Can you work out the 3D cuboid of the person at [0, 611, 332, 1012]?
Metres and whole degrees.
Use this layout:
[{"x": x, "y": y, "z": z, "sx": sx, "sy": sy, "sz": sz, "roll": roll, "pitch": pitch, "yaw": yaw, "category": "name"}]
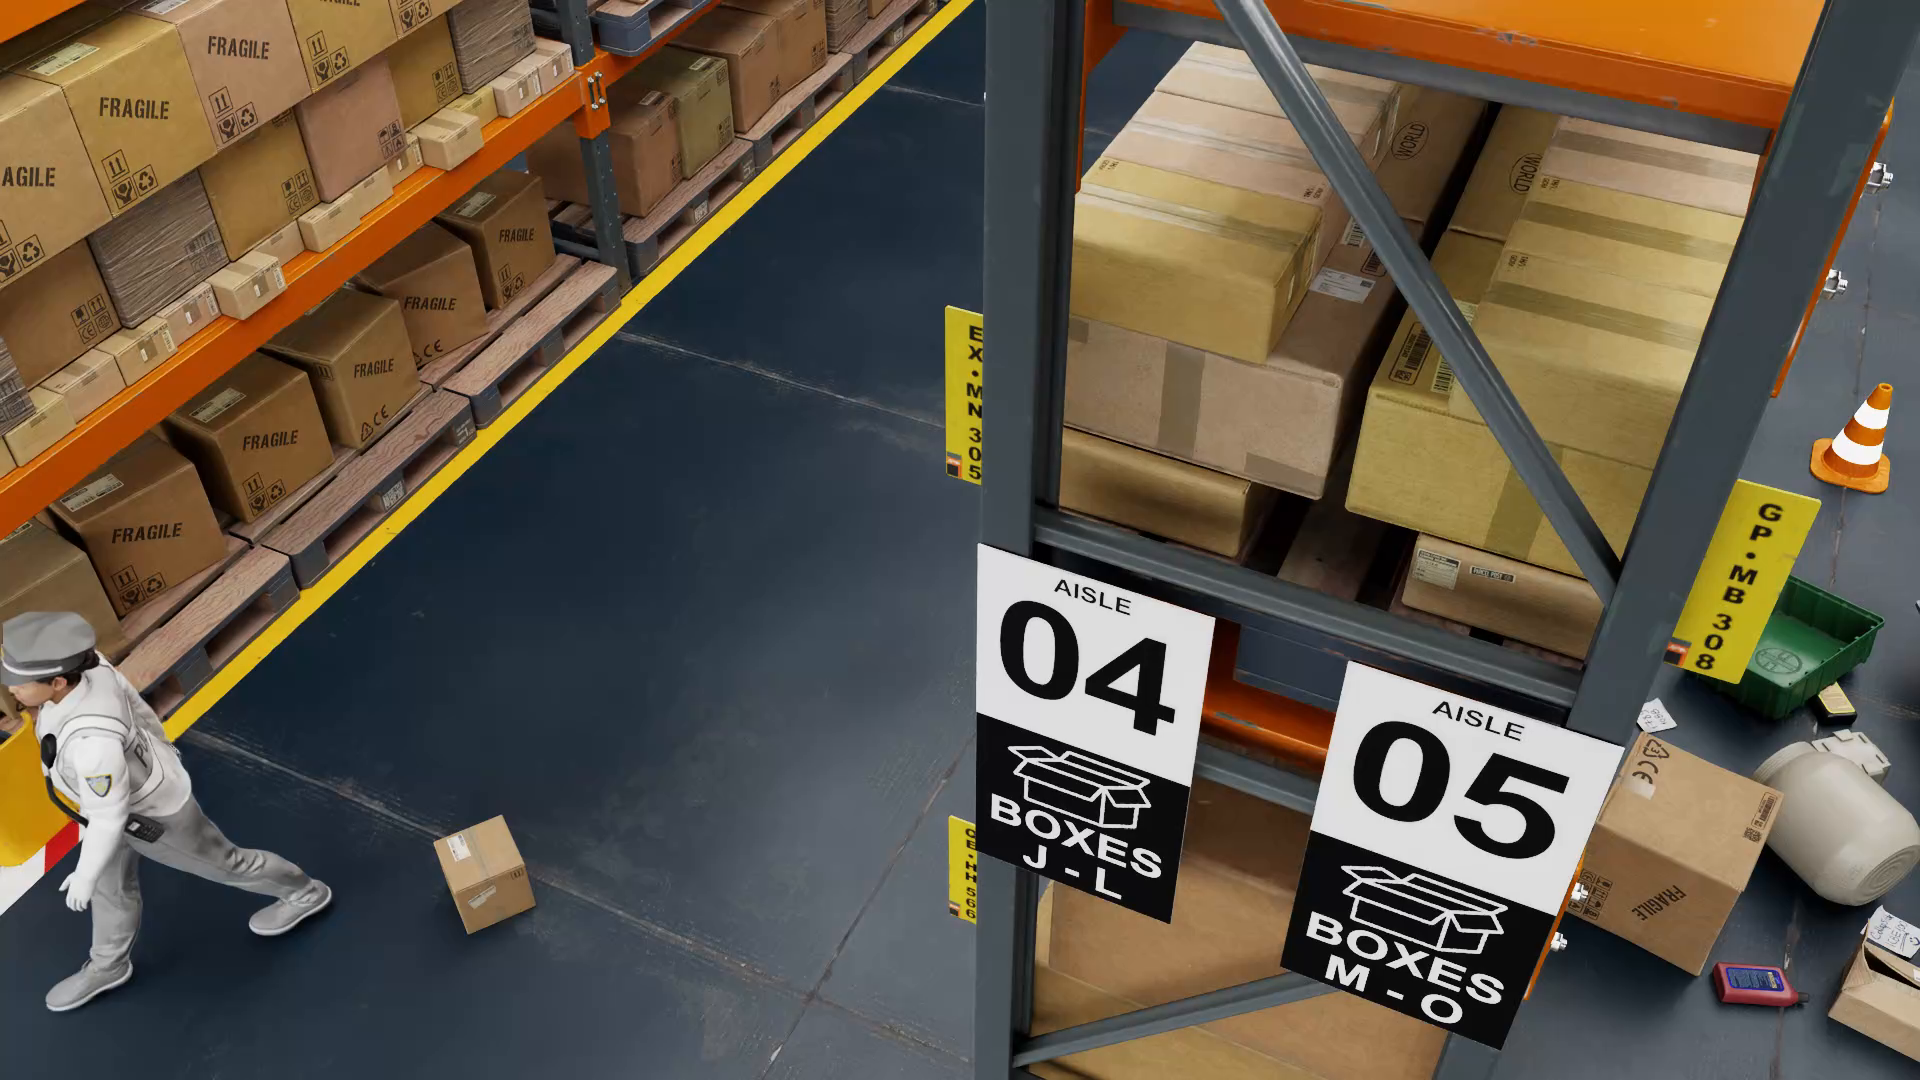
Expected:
[{"x": -2.640, "y": 0.850, "z": 5.216, "sx": 0.947, "sy": 1.645, "sz": 0.555, "roll": -25, "pitch": 48, "yaw": -25, "category": "person"}]
